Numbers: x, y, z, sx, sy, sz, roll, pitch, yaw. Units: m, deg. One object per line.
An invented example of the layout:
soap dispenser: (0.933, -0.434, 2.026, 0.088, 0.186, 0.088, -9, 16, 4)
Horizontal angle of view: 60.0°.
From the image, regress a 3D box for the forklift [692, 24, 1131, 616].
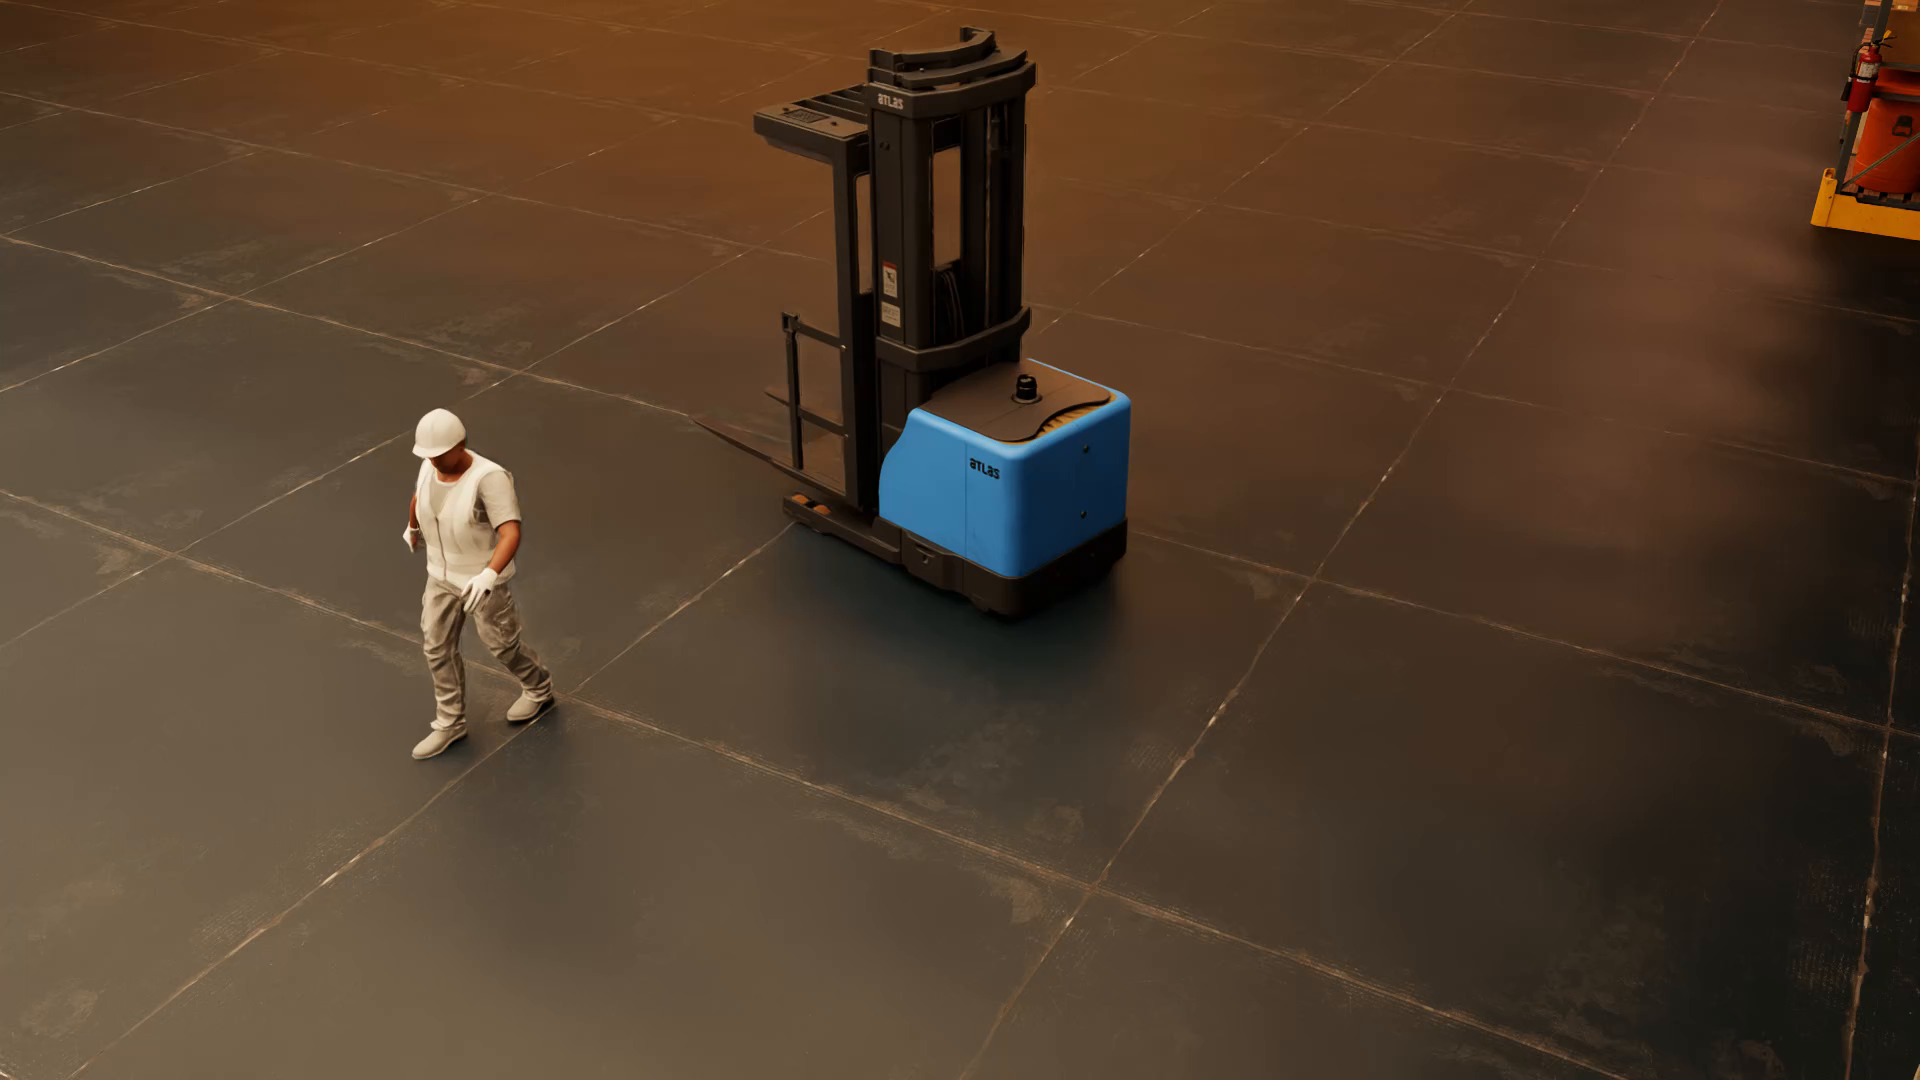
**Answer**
forklift: (-0.443, -1.479, 9.634, 3.031, 2.935, 1.130, 26, 39, 37)

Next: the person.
person: (-2.414, 0.189, 7.937, 1.019, 1.760, 0.756, 16, 33, 25)
